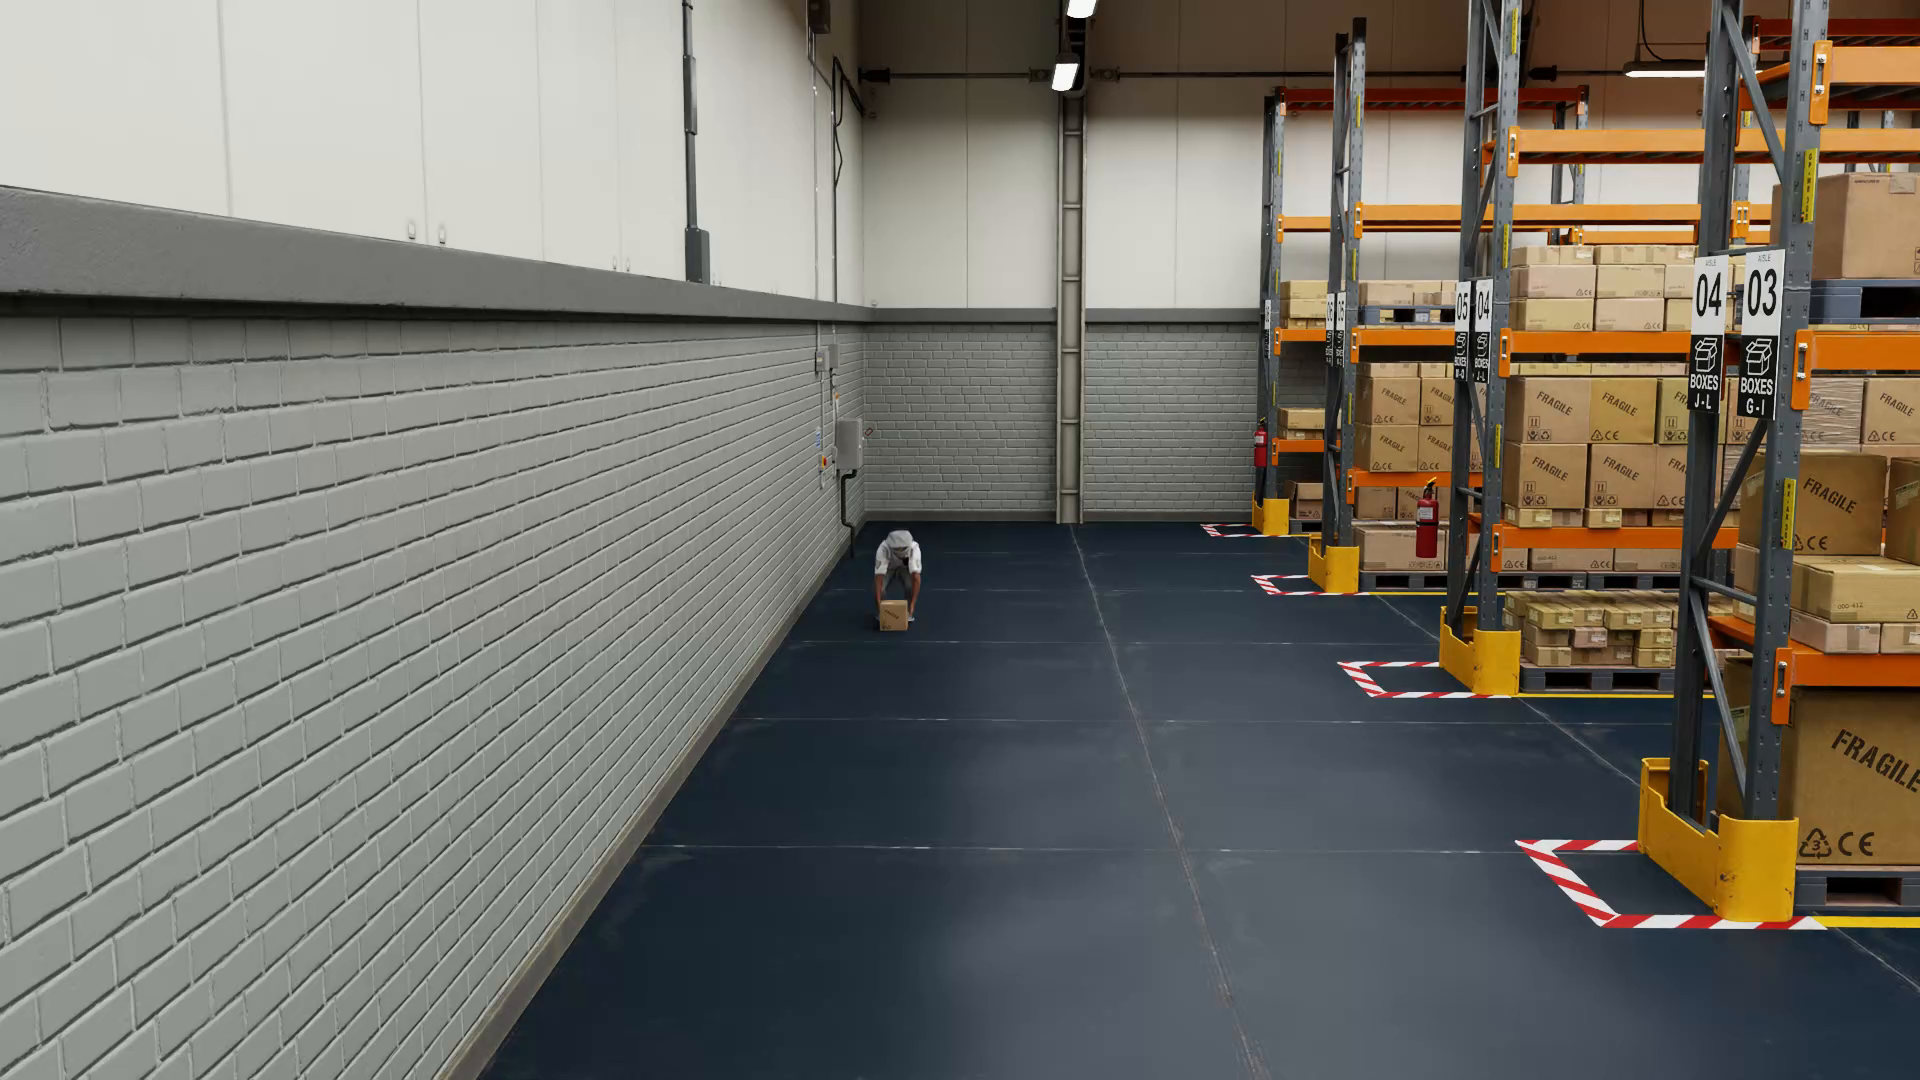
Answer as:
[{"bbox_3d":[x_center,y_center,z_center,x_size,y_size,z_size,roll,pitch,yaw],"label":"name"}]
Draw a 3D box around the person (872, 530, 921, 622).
[{"bbox_3d":[-0.608,0.337,16.057,0.482,0.930,0.862,0,7,1],"label":"person"}]
